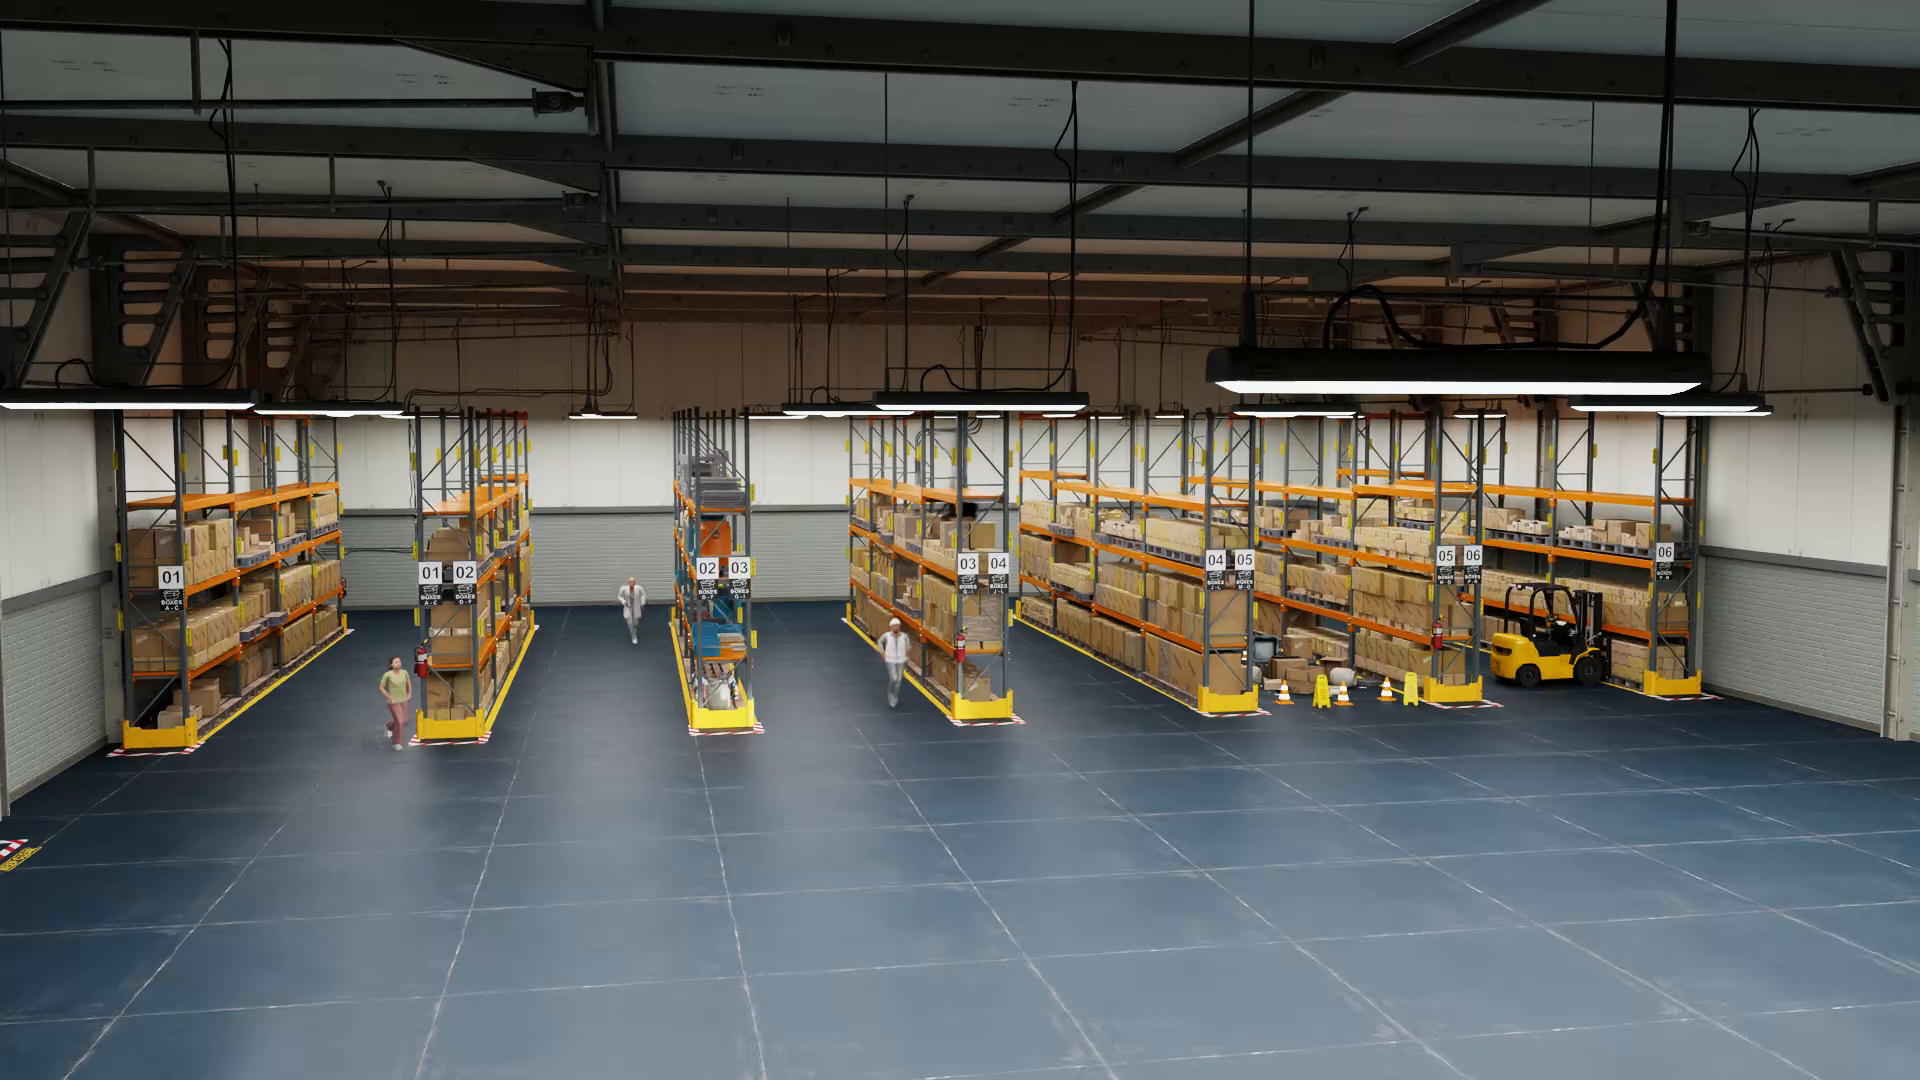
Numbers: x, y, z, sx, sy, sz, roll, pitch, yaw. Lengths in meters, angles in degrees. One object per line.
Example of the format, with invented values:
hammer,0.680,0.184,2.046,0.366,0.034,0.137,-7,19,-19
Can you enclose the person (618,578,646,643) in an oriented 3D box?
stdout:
person,-8.520,1.818,43.223,0.704,1.714,0.798,-1,4,-9

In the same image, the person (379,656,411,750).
person,-9.935,2.839,29.223,0.619,1.649,0.602,4,5,42

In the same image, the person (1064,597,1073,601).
person,3.373,1.312,50.363,0.598,1.685,0.664,-2,4,-24

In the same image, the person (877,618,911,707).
person,-1.301,2.475,33.516,0.658,1.809,0.801,-1,4,-15
